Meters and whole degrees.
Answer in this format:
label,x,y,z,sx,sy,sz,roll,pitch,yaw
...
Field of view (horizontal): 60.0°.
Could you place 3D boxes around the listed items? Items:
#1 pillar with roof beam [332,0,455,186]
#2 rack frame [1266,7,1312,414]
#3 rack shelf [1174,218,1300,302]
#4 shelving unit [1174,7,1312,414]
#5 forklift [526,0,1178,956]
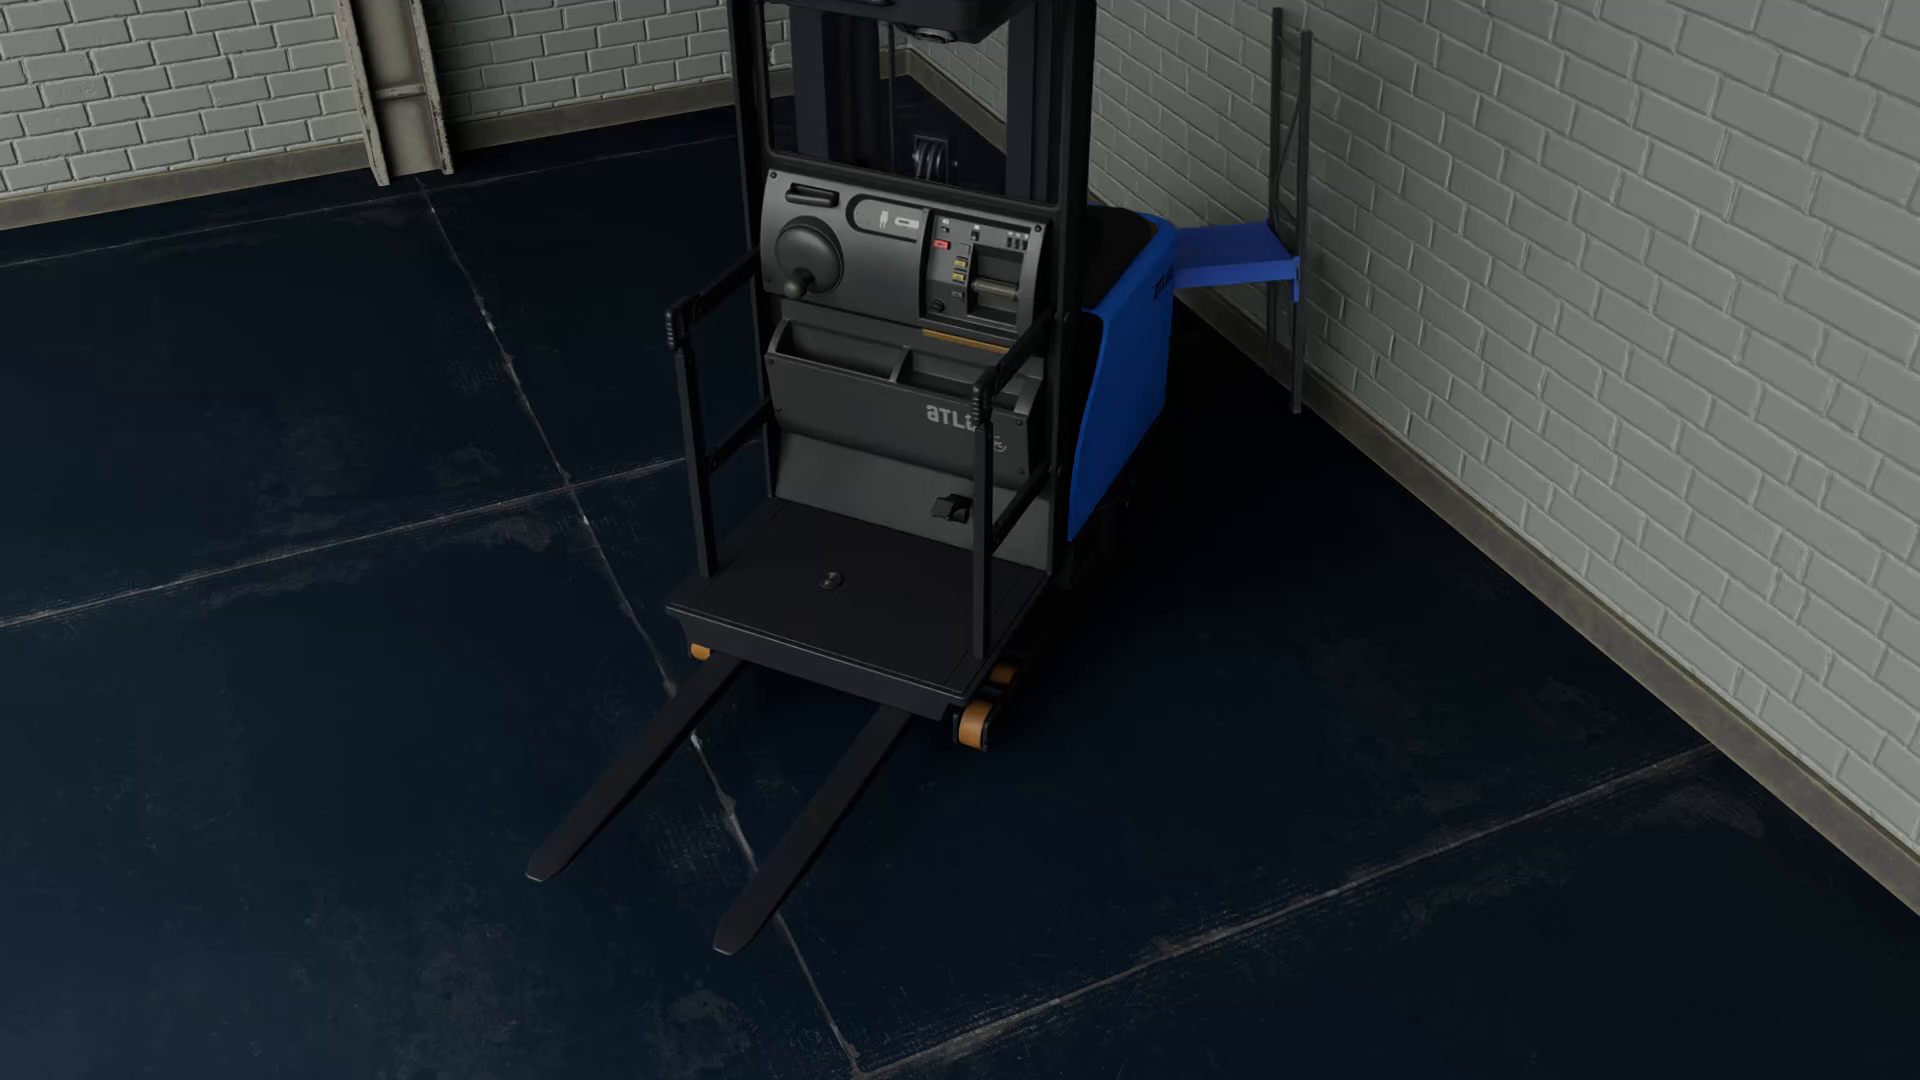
label,x,y,z,sx,sy,sz,roll,pitch,yaw
pillar with roof beam,-1.117,-3.290,3.132,0.400,9.000,9.100,-16,39,-20
rack frame,1.293,-1.287,6.574,0.032,1.500,0.500,-5,28,-1
rack shelf,0.799,-1.083,6.646,1.000,0.185,0.538,-5,28,-1
shelving unit,0.787,-1.242,6.562,1.048,1.500,0.538,-5,28,-1
forklift,-0.271,-0.802,4.870,1.130,2.935,3.031,15,39,20
